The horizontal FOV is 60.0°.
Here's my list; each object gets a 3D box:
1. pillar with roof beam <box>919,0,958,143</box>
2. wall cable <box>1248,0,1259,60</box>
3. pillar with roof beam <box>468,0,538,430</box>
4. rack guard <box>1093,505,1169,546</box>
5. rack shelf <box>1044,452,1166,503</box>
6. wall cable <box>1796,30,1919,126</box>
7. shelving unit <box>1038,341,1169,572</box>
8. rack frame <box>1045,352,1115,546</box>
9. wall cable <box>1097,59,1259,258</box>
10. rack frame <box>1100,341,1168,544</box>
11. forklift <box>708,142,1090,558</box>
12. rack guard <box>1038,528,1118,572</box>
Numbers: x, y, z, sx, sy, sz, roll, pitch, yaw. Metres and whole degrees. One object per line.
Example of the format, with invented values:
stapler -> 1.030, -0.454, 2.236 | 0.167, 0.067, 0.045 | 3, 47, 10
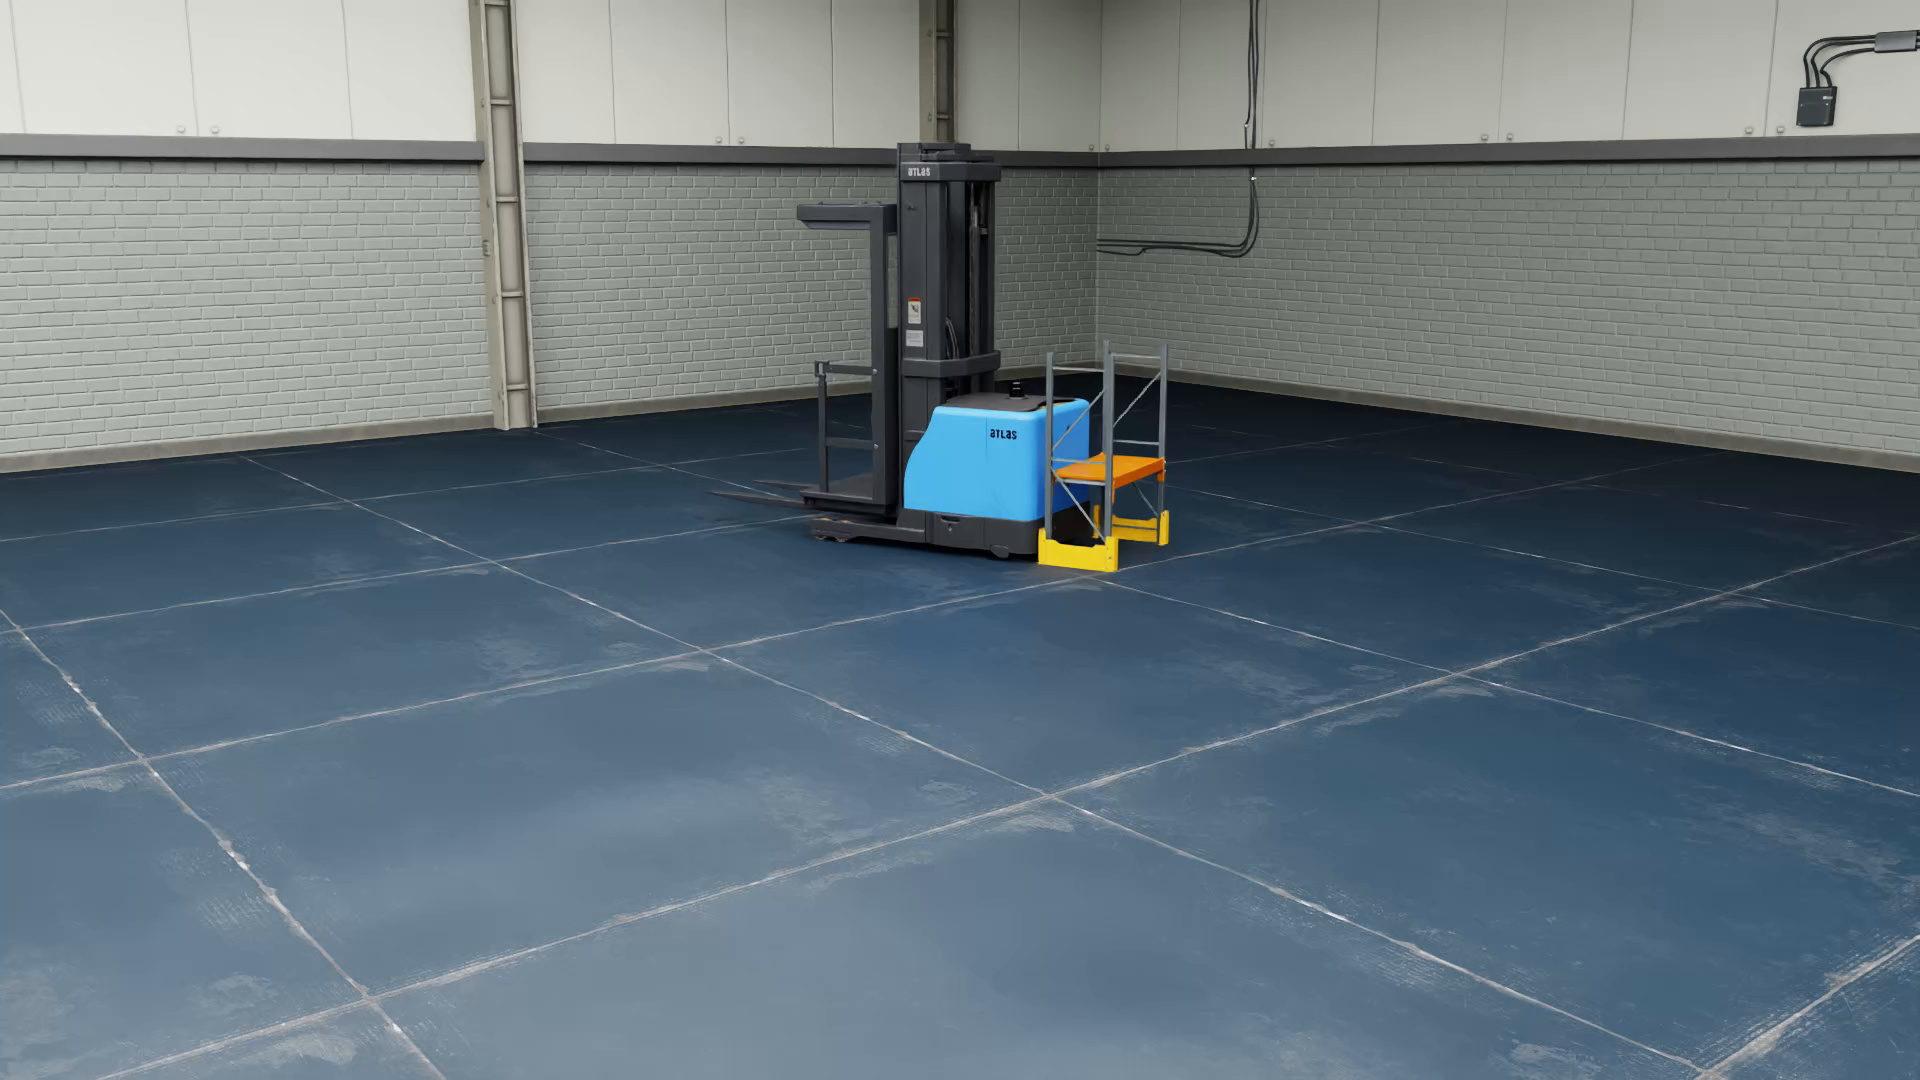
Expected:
pillar with roof beam -> 2.413, -5.743, 18.009 | 0.400, 9.000, 9.100 | -9, 15, -38
wall cable -> 4.540, -7.122, 19.819 | 0.112, 2.526, 3.097 | -9, 15, -38
pillar with roof beam -> -2.273, -4.964, 14.343 | 0.400, 9.000, 9.100 | -9, 15, -38
rack guard -> 1.291, -0.115, 12.566 | 0.587, 0.250, 0.087 | 6, 13, 27
rack shelf -> 1.064, -0.460, 12.050 | 0.538, 0.185, 1.000 | 6, 13, 27
wall cable -> 8.768, -6.731, 14.473 | 0.169, 6.003, 2.305 | -9, 15, -38
shelving unit -> 1.060, -0.634, 12.005 | 0.587, 1.500, 1.083 | 6, 13, 27
rack frame -> 0.828, -0.542, 11.572 | 0.500, 1.500, 0.032 | 6, 13, 27
wall cable -> 2.850, -5.090, 22.410 | 0.112, 2.526, 3.097 | -9, 15, -38
rack frame -> 1.300, -0.729, 12.453 | 0.500, 1.500, 0.032 | 6, 13, 27
forklift -> -0.552, -1.504, 12.655 | 3.031, 2.935, 1.130 | 7, 14, 29
rack guard -> 0.829, 0.069, 11.703 | 0.587, 0.250, 0.087 | 6, 13, 27
